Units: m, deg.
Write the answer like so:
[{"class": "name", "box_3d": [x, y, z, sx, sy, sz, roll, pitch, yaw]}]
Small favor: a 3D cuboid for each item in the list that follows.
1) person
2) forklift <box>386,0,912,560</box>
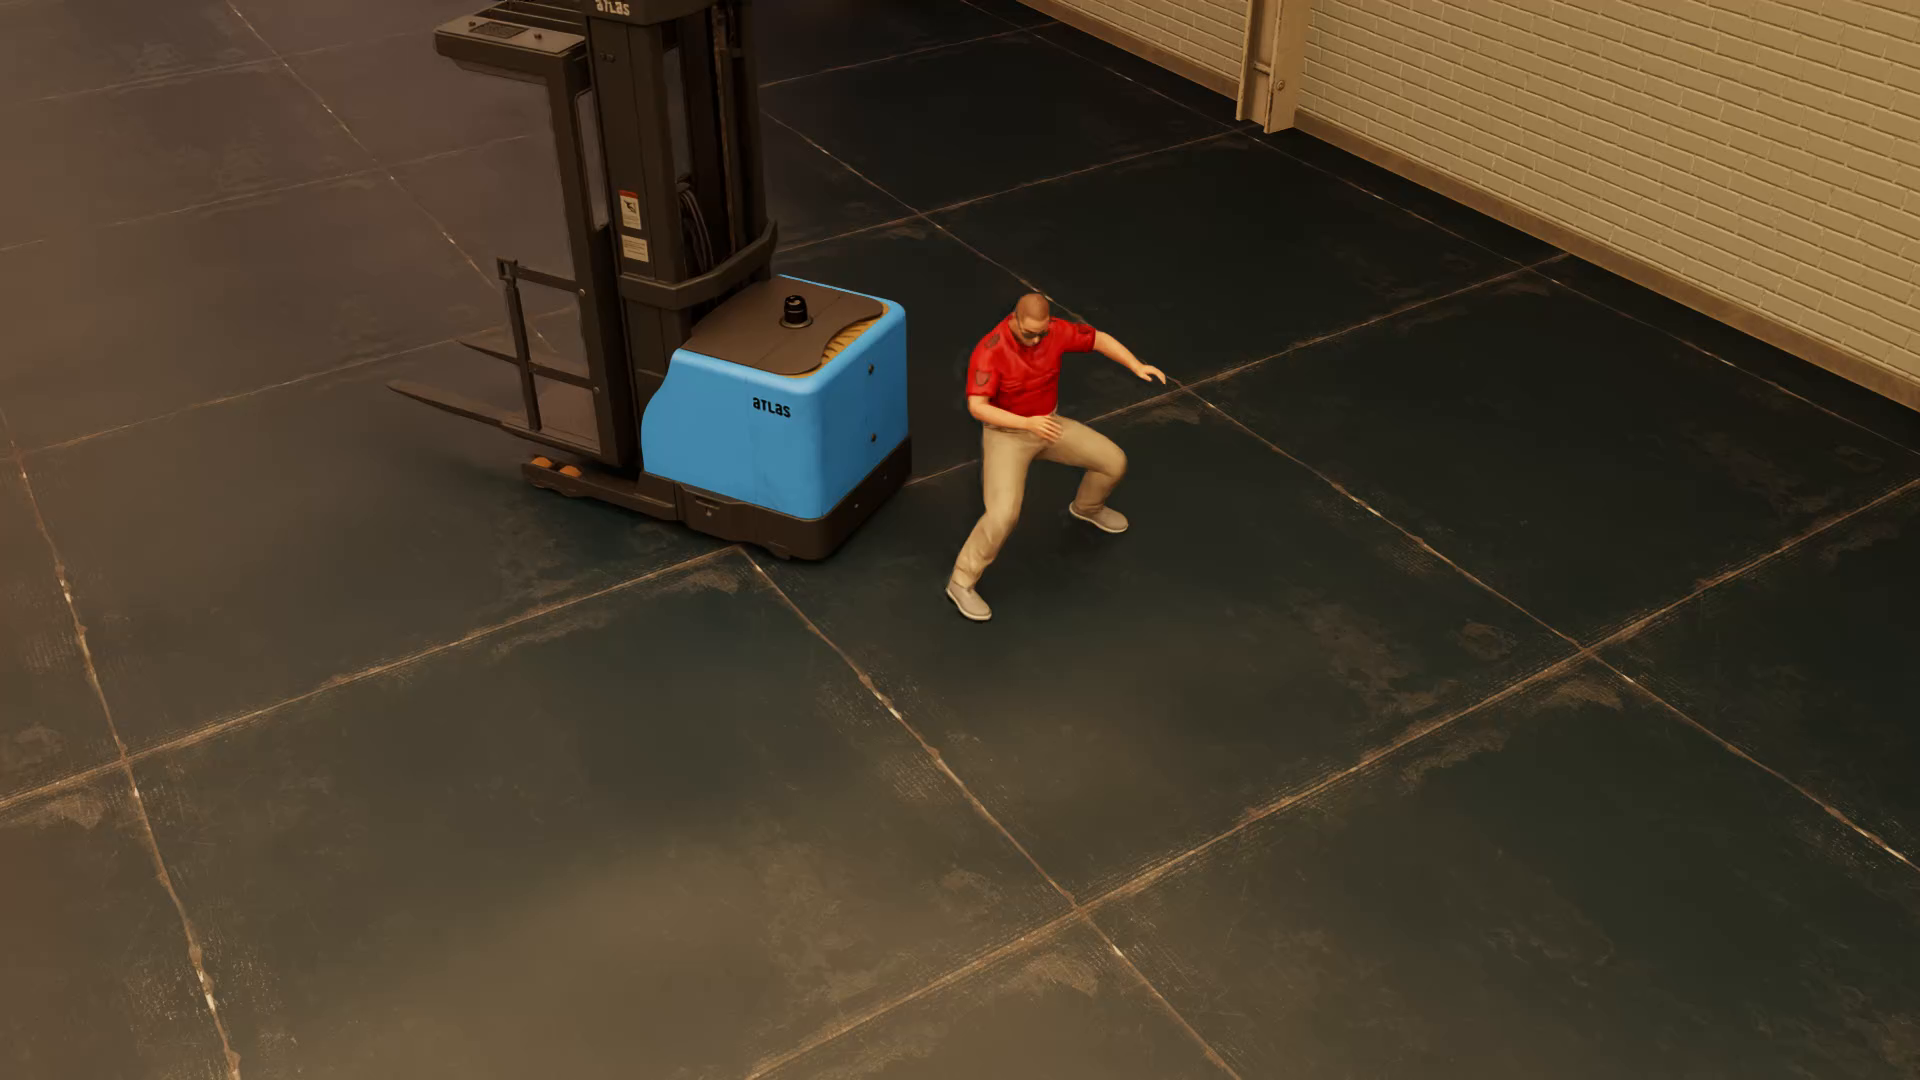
[{"class": "person", "box_3d": [0.416, -0.494, 8.095, 1.135, 1.498, 0.700, -18, 39, -24]}, {"class": "forklift", "box_3d": [-1.813, -1.684, 8.545, 3.031, 2.935, 1.130, 16, 38, 22]}]
